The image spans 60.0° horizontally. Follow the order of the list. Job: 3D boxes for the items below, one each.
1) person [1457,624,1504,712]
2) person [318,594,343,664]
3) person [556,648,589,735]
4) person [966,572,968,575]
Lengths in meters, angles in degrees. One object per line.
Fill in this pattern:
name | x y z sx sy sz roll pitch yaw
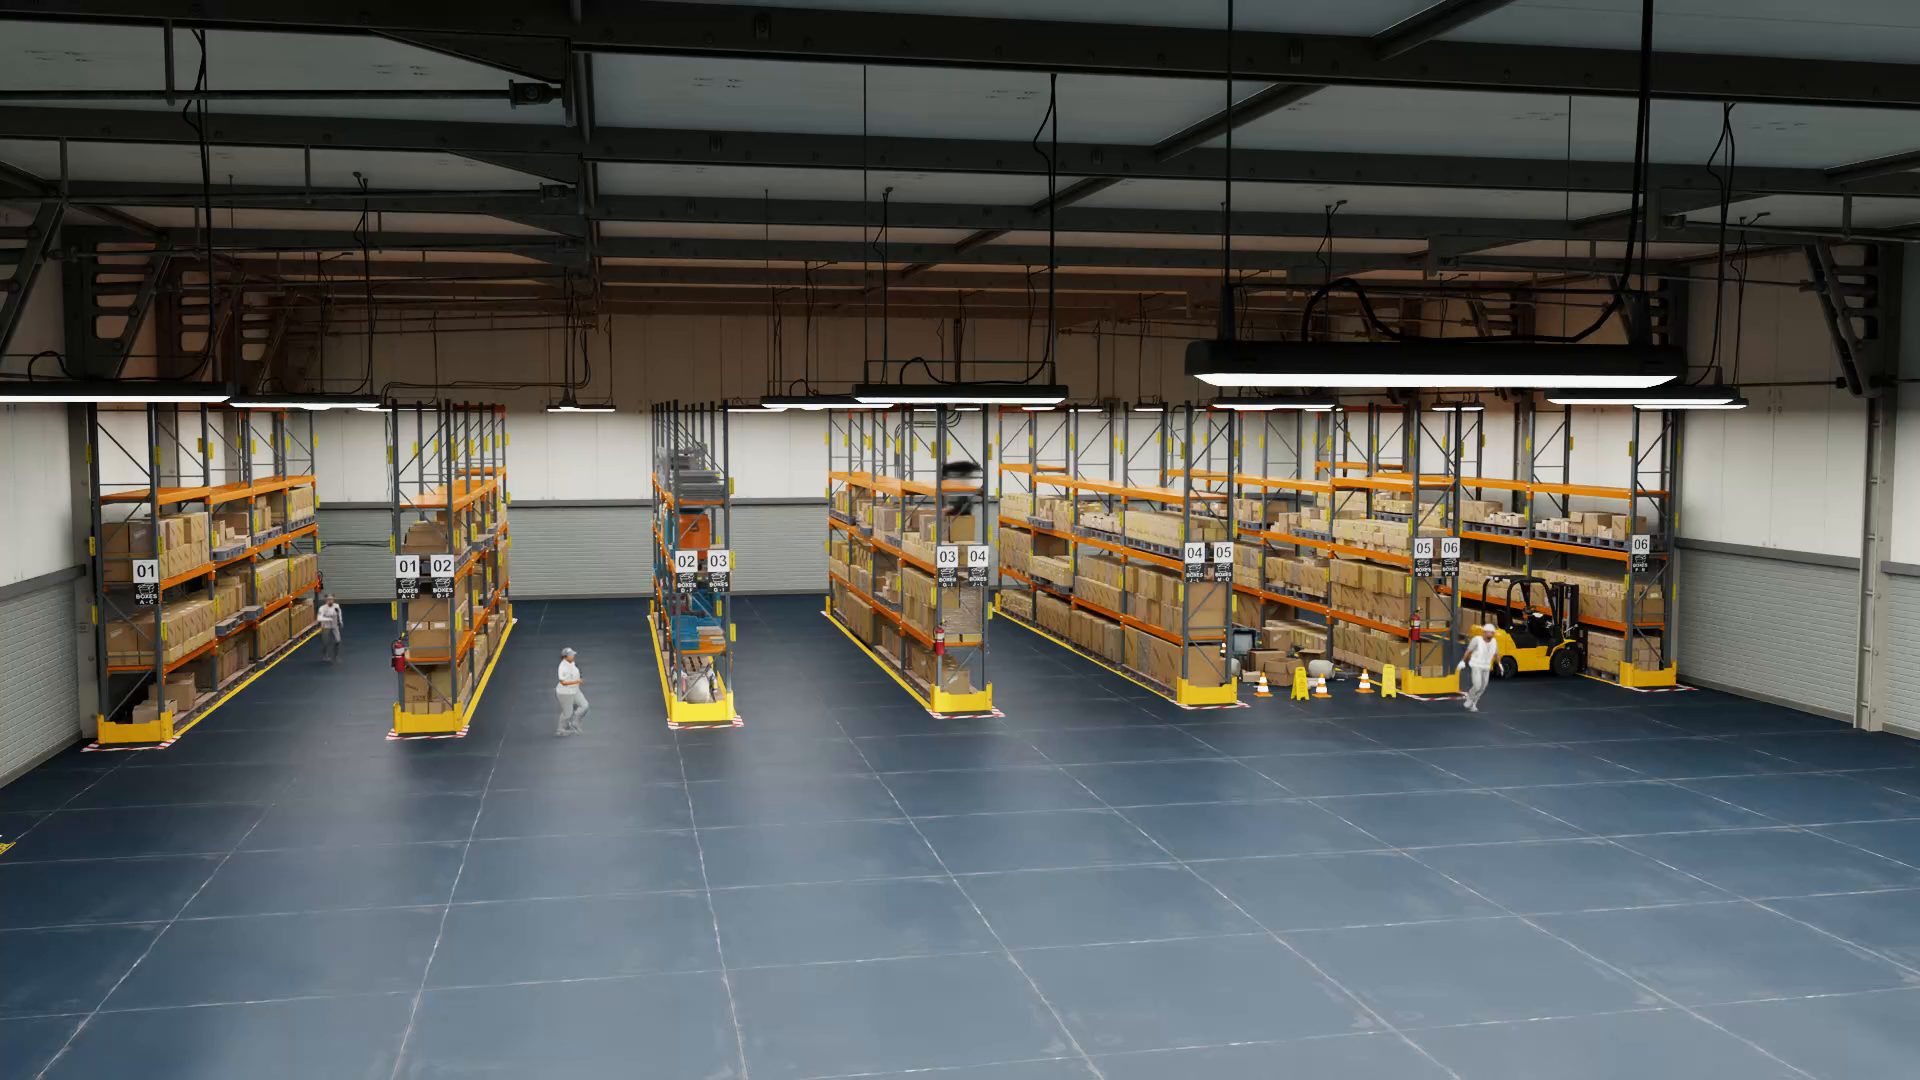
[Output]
person | 10.013 2.452 31.898 0.690 1.729 0.640 -2 5 -20
person | -14.484 2.031 38.241 0.613 1.654 0.944 -3 5 -34
person | -6.935 2.698 29.449 0.610 1.626 0.709 1 4 14
person | 0.438 1.169 49.383 0.643 1.731 0.666 2 5 20
